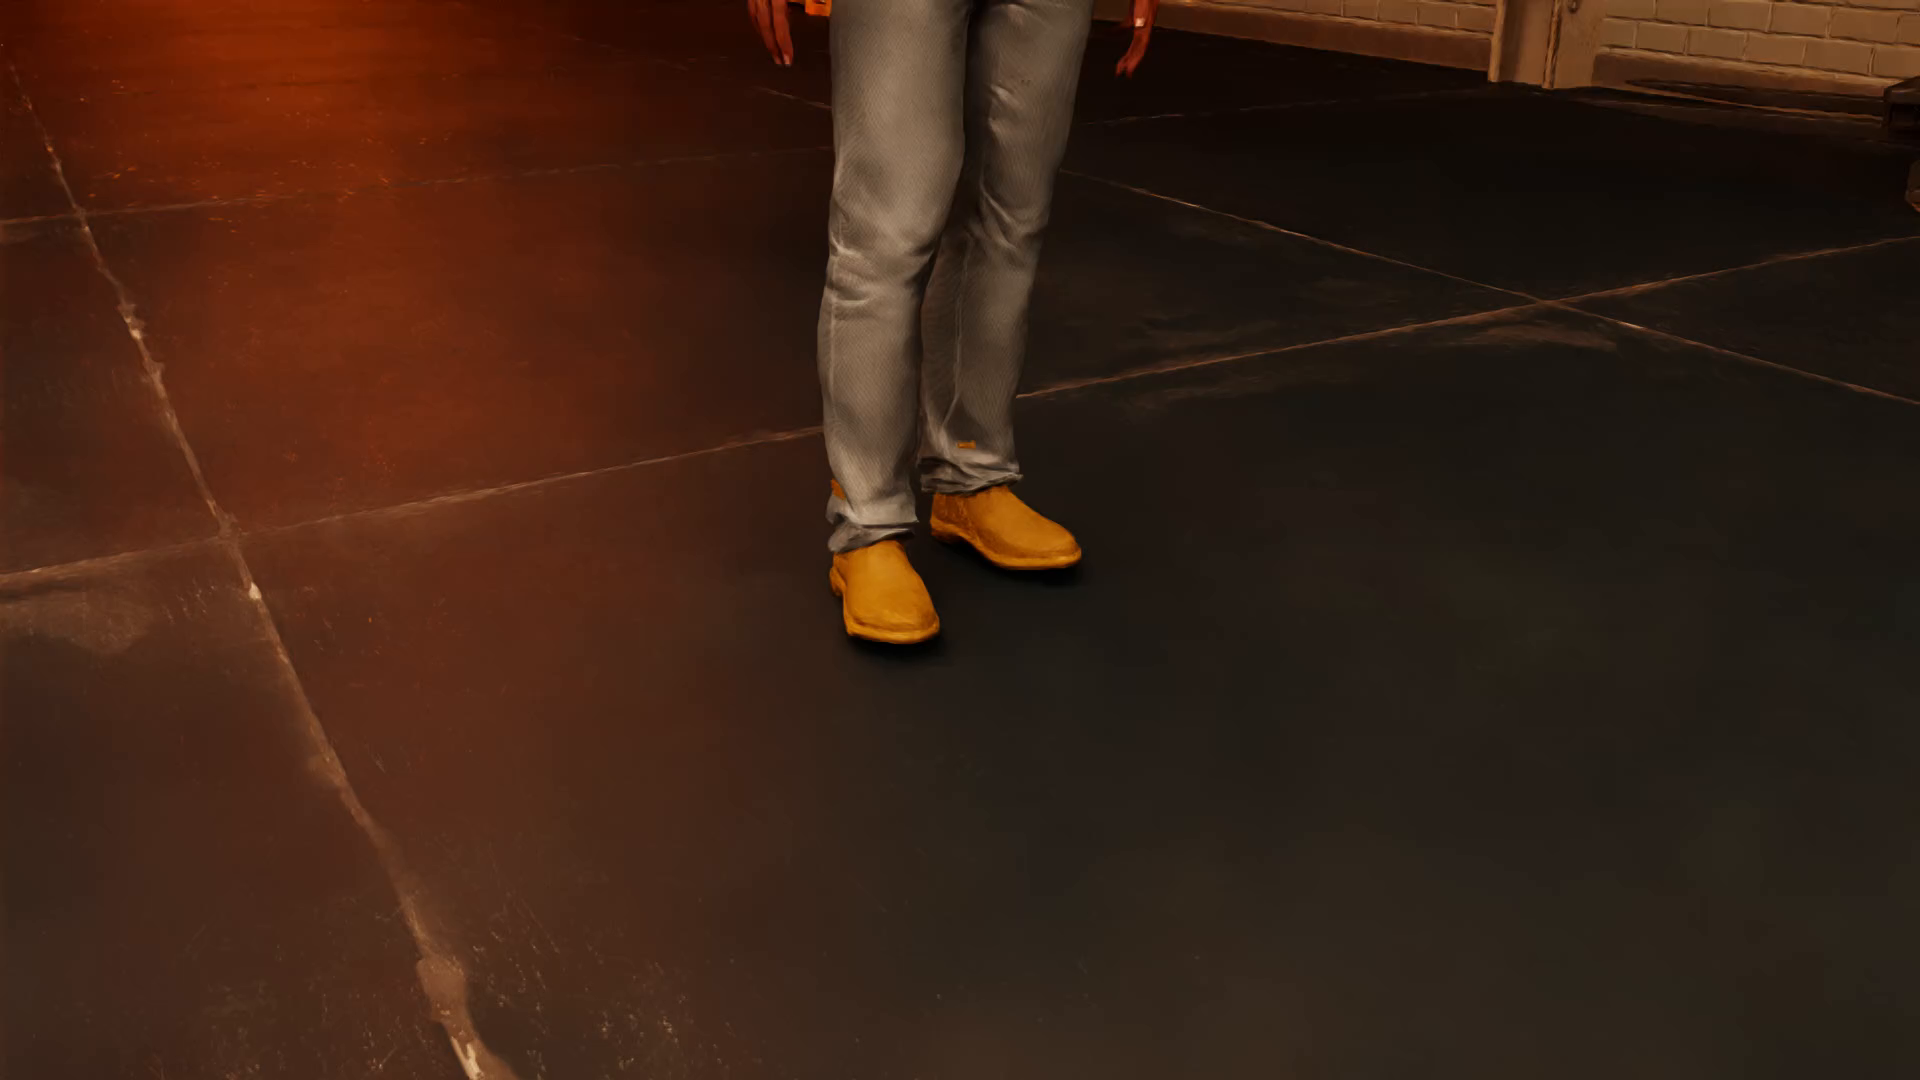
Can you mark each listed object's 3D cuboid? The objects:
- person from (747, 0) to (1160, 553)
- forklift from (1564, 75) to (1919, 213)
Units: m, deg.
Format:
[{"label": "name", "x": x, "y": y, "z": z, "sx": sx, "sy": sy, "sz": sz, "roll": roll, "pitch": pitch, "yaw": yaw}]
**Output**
[{"label": "person", "x": -0.009, "y": -0.853, "z": 2.290, "sx": 0.665, "sy": 1.707, "sz": 0.419, "roll": -12, "pitch": 25, "yaw": -28}, {"label": "forklift", "x": 3.480, "y": -2.418, "z": 4.666, "sx": 3.031, "sy": 2.935, "sz": 1.130, "roll": 18, "pitch": 28, "yaw": 36}]
